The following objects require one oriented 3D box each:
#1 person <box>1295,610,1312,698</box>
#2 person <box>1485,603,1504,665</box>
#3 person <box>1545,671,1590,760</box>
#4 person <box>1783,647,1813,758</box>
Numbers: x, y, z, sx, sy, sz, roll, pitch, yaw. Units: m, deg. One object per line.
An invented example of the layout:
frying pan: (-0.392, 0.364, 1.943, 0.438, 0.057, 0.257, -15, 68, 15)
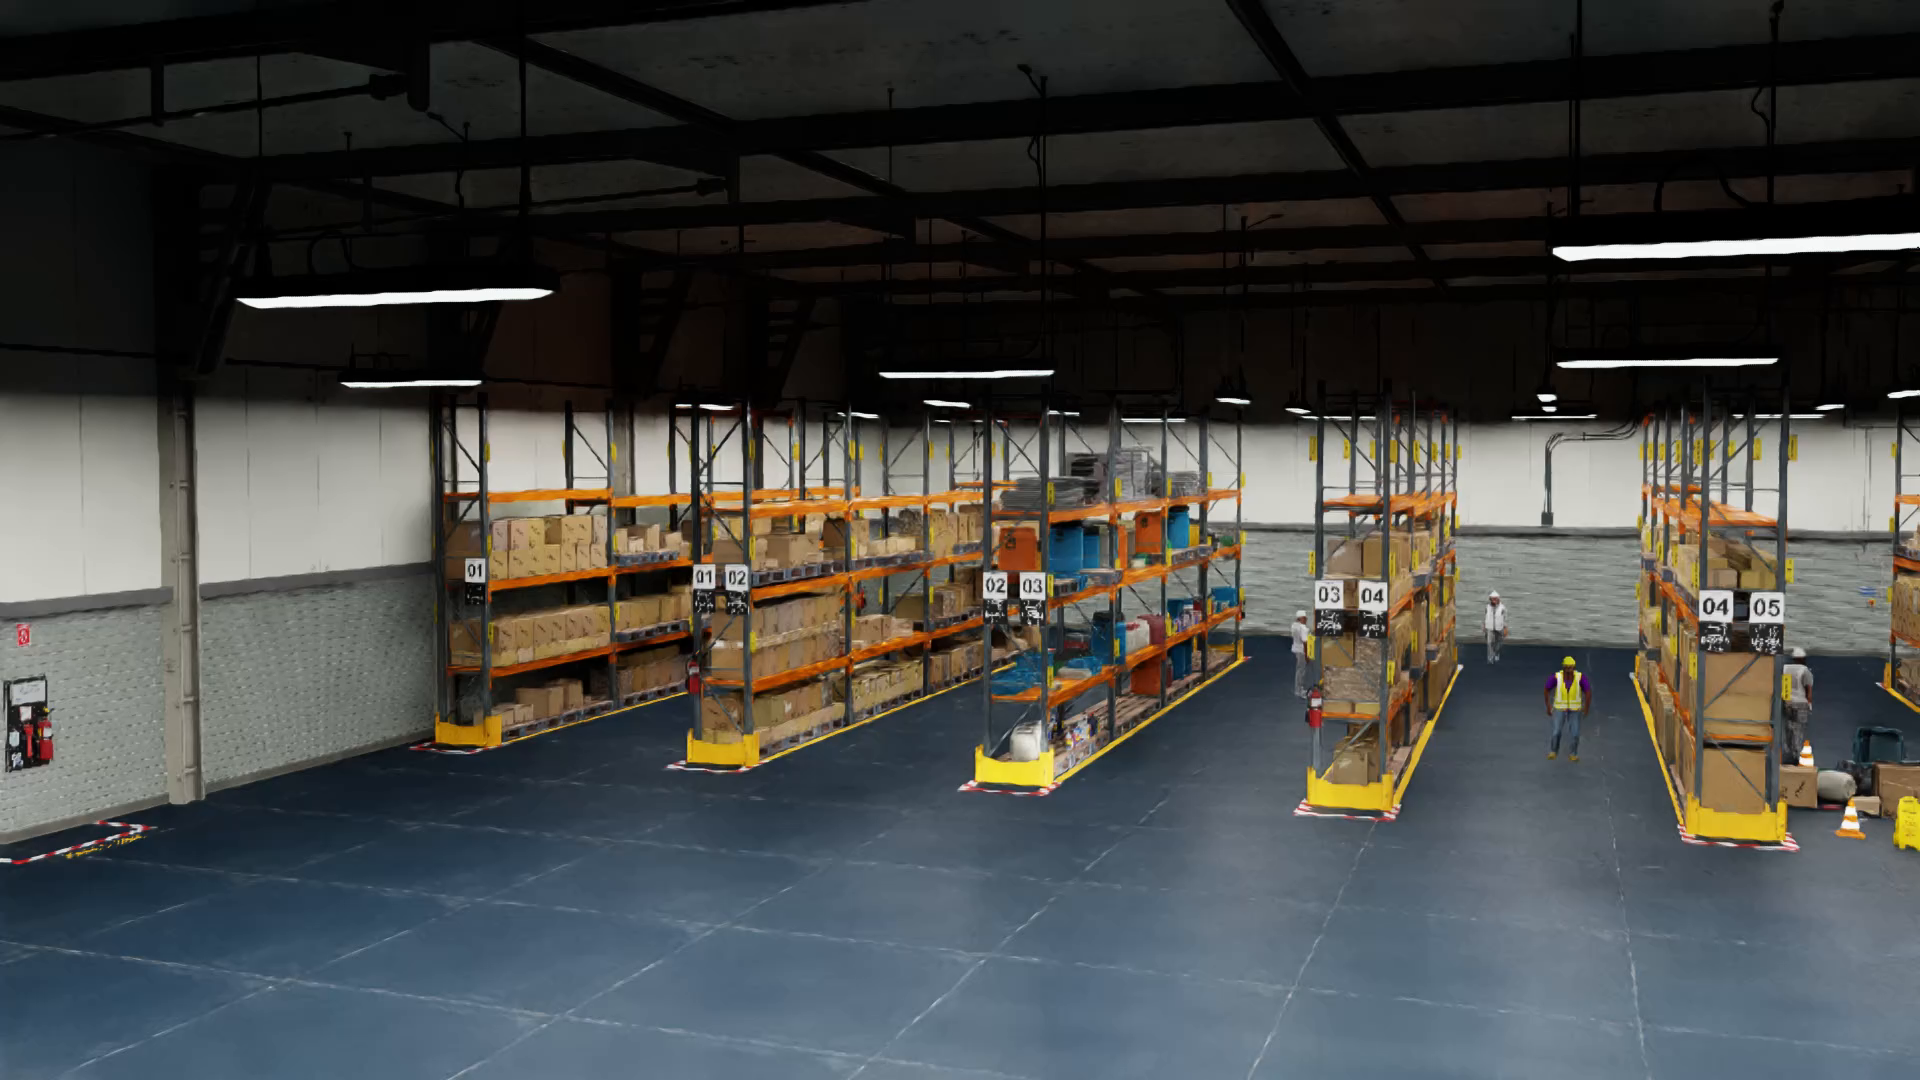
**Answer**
person: (9.902, 2.692, 26.457, 4.169, 1.768, 16.108, 0, 3, -8)
person: (12.577, 2.197, 39.120, 0.450, 1.449, 1.022, 1, 3, 18)
person: (9.821, 2.835, 26.909, 0.690, 1.484, 0.470, 1, 3, 18)
person: (13.738, 2.646, 27.173, 0.431, 1.786, 0.618, -1, 3, -11)
